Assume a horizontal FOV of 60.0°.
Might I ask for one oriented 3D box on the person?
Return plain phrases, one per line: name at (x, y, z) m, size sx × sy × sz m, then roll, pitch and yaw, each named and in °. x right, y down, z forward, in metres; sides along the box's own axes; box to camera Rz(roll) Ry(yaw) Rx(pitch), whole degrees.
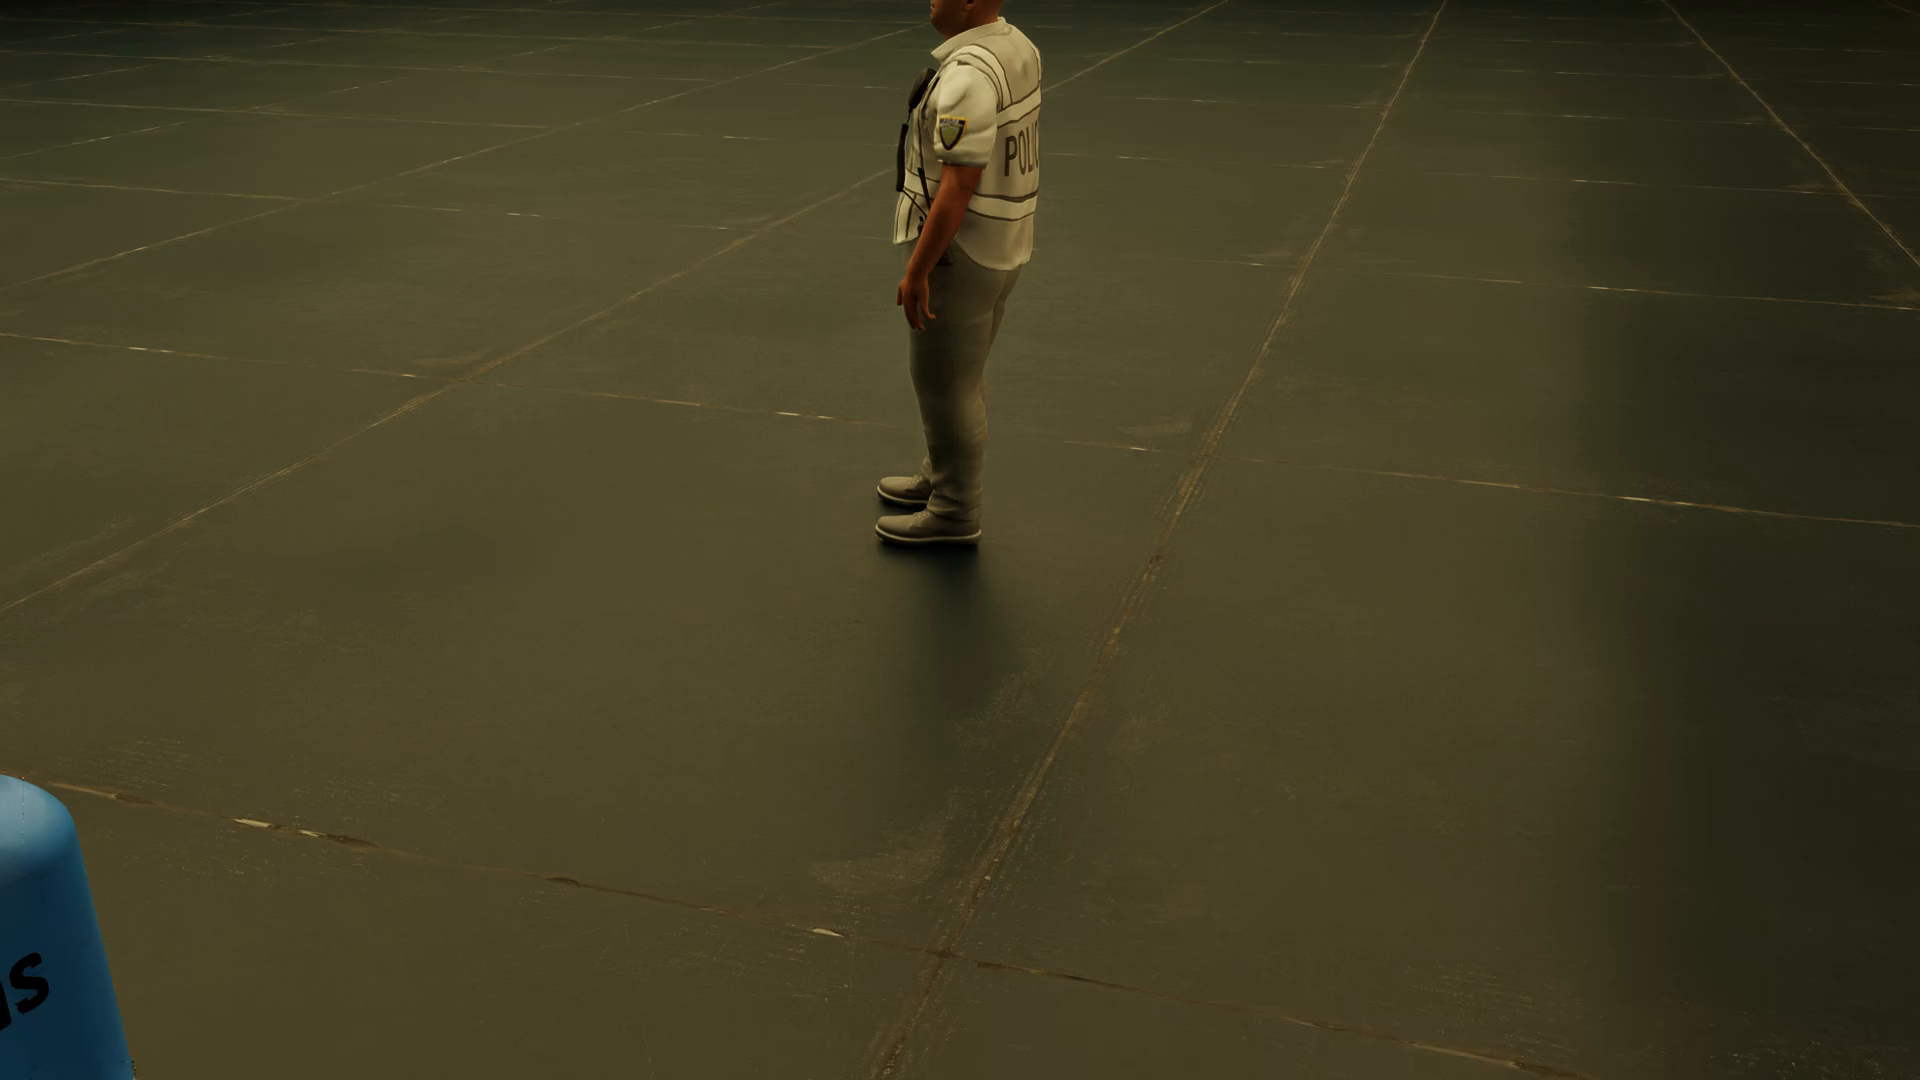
person at (-0.071, -0.844, 4.809) m, size 0.574 × 1.780 × 0.641 m, roll 7°, pitch 23°, yaw 16°
